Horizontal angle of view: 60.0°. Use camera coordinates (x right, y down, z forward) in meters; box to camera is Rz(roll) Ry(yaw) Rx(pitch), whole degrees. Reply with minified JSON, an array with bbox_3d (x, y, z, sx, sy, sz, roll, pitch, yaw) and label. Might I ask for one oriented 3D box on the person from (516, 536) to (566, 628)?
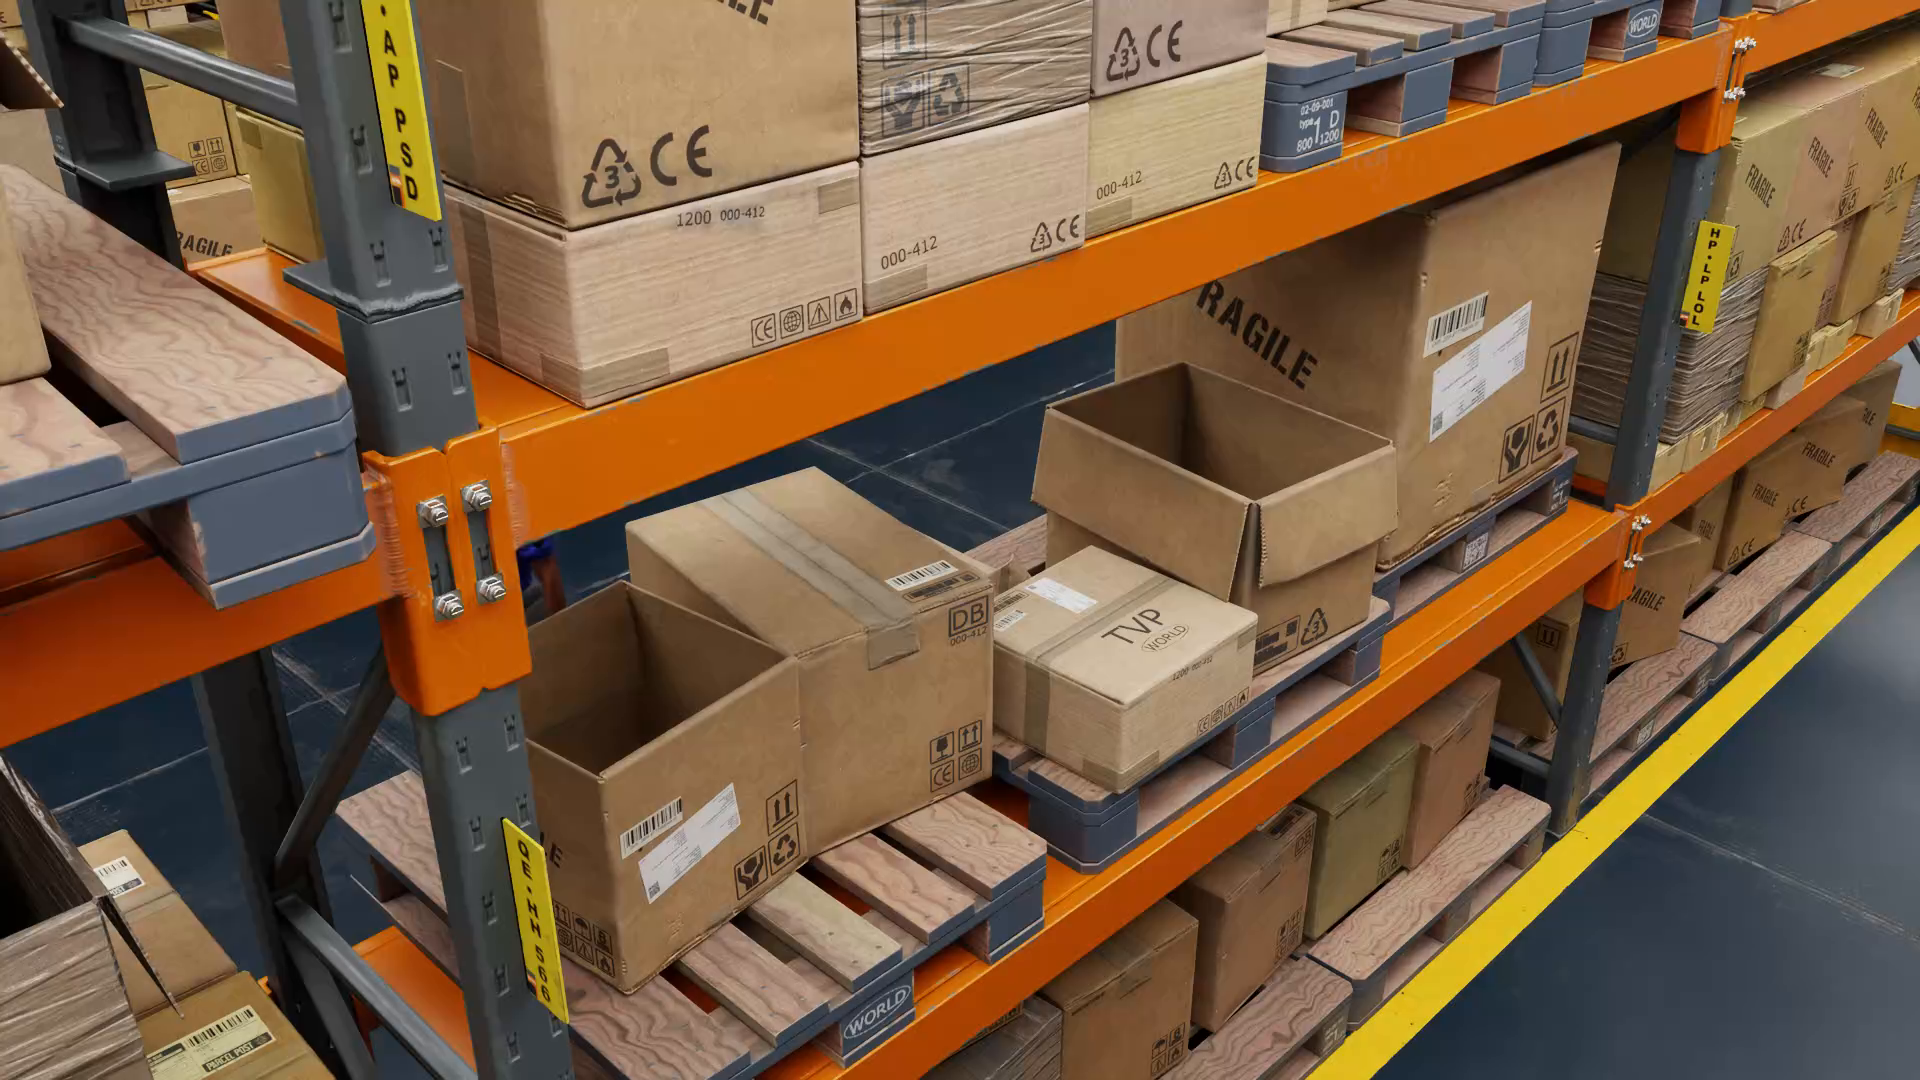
[{"bbox_3d":[-1.508,0.299,5.600,0.609,1.706,0.499,-18,33,-31],"label":"person"}]
